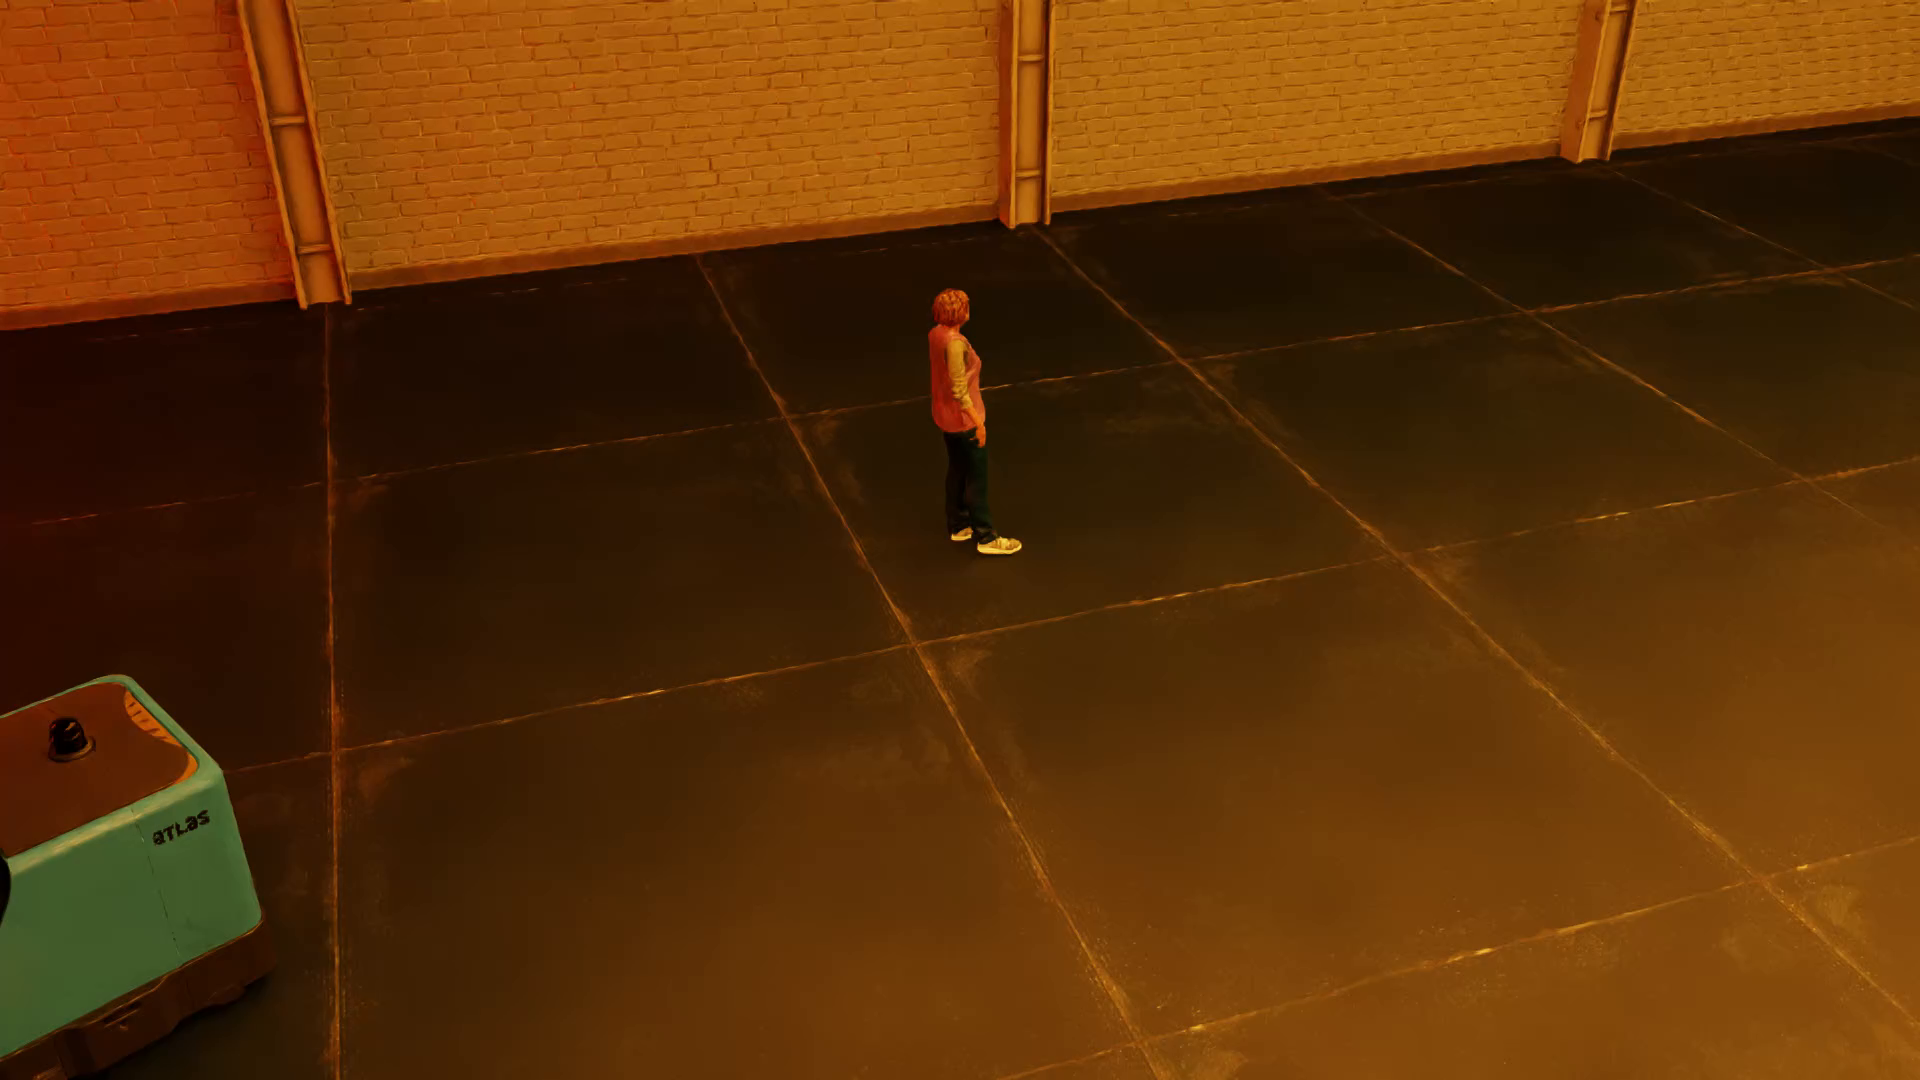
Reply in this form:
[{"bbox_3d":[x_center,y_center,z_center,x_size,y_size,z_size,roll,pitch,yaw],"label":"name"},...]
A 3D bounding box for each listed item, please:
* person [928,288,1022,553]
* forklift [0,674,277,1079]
[{"bbox_3d":[0.075,-0.704,9.633,0.474,1.597,0.520,-10,31,-16],"label":"person"},{"bbox_3d":[-4.216,0.885,5.549,3.031,2.935,1.130,-26,39,-38],"label":"forklift"}]
